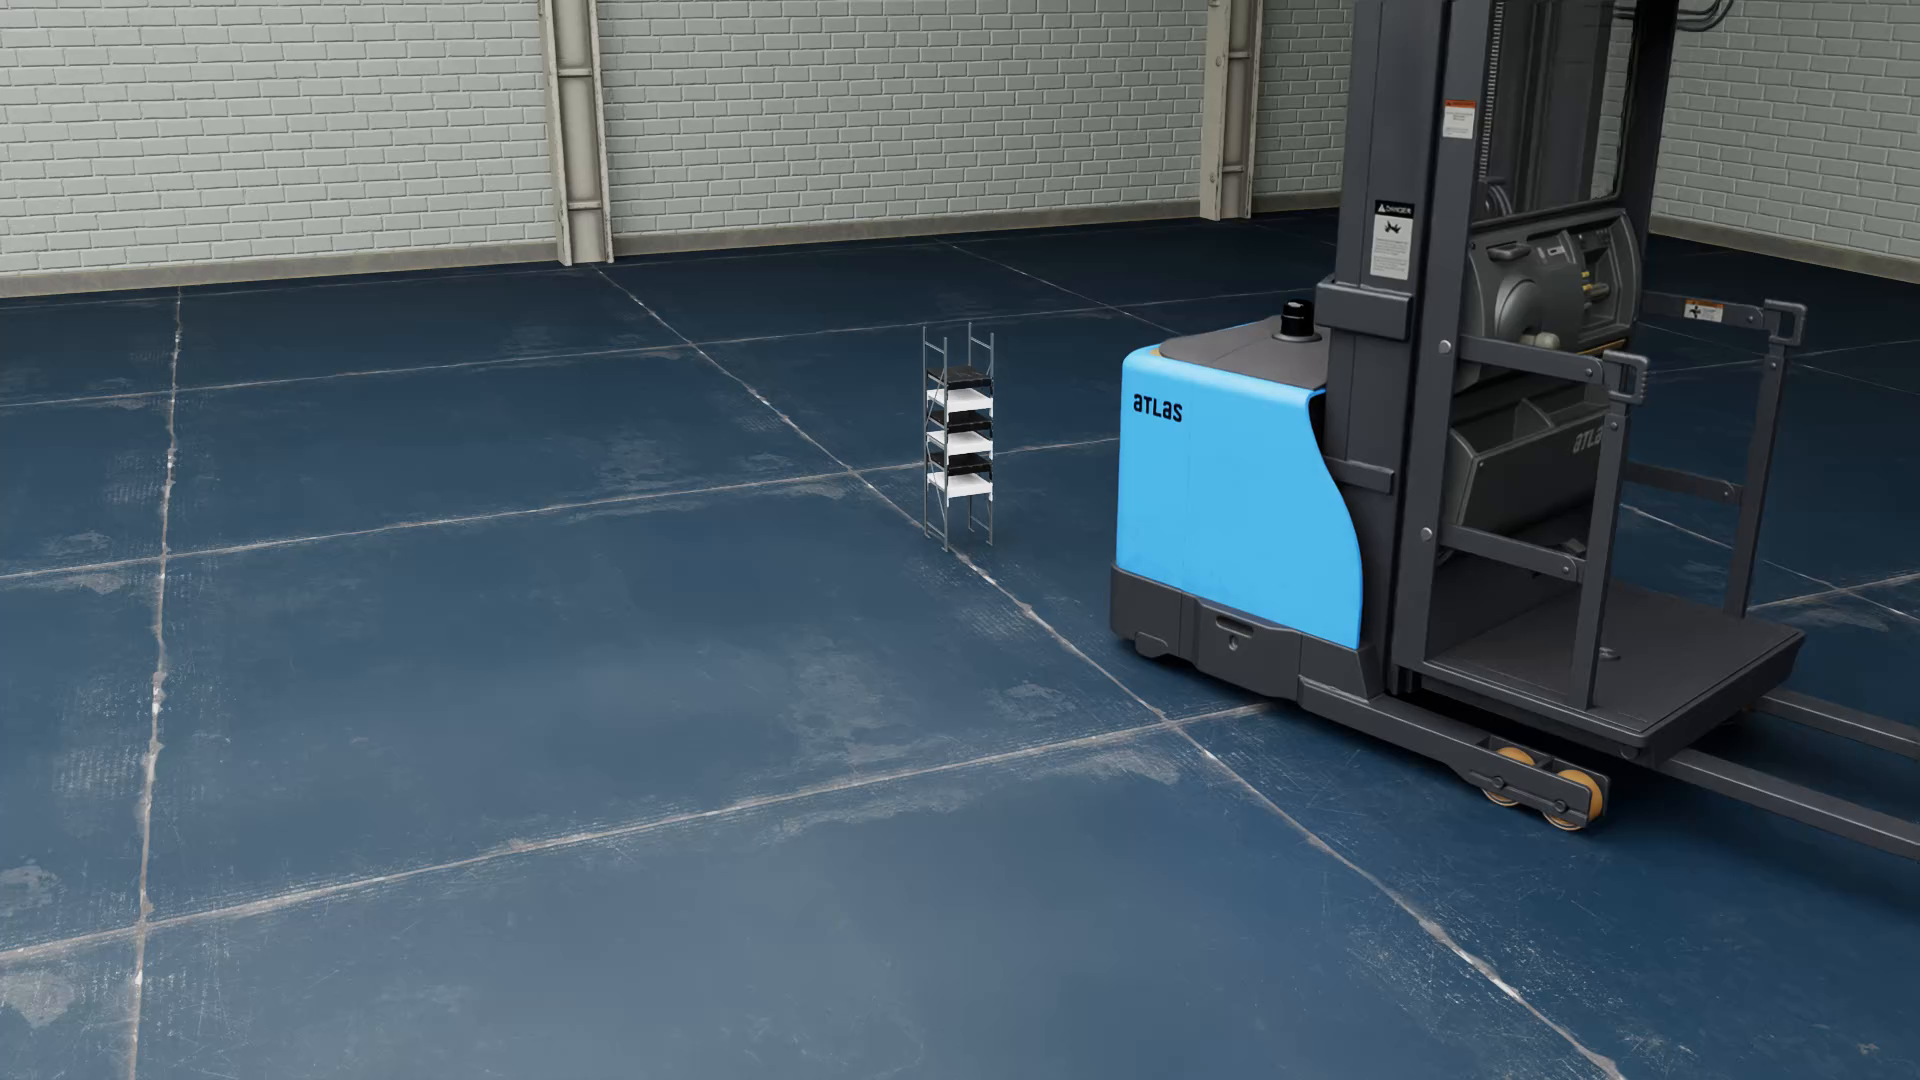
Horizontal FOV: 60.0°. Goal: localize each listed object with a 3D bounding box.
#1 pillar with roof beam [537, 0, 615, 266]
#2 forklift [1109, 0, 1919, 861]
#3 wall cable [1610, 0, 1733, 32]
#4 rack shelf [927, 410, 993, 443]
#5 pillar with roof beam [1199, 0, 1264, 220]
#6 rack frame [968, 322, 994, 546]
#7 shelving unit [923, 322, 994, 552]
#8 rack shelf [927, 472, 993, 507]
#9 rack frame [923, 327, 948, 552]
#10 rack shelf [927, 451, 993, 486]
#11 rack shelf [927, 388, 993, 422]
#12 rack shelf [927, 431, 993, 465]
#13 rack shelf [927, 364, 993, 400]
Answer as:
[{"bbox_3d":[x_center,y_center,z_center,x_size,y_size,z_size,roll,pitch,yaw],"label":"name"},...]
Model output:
[{"bbox_3d":[-1.312,-5.185,8.198,0.400,9.000,9.100,-8,21,-22],"label":"pillar with roof beam"},{"bbox_3d":[1.902,-0.755,4.753,1.130,2.935,3.031,-17,26,-40],"label":"forklift"},{"bbox_3d":[5.721,-5.806,14.639,0.112,2.526,3.097,-8,21,-22],"label":"wall cable"},{"bbox_3d":[-0.007,-0.477,6.851,0.200,0.077,0.258,-8,21,-22],"label":"rack shelf"},{"bbox_3d":[4.197,-5.974,10.439,0.400,9.000,9.100,-8,21,-22],"label":"pillar with roof beam"},{"bbox_3d":[0.086,-0.437,6.908,0.006,0.900,0.240,-8,21,-22],"label":"rack frame"},{"bbox_3d":[-0.007,-0.423,6.870,0.210,0.900,0.258,-8,21,-22],"label":"shelving unit"},{"bbox_3d":[-0.007,-0.222,6.940,0.200,0.077,0.258,-8,21,-22],"label":"rack shelf"},{"bbox_3d":[-0.101,-0.410,6.832,0.006,0.900,0.240,-8,21,-22],"label":"rack frame"},{"bbox_3d":[-0.007,-0.307,6.911,0.200,0.077,0.258,-8,21,-22],"label":"rack shelf"},{"bbox_3d":[-0.007,-0.562,6.821,0.200,0.077,0.258,-8,21,-22],"label":"rack shelf"},{"bbox_3d":[-0.007,-0.392,6.881,0.200,0.077,0.258,-8,21,-22],"label":"rack shelf"},{"bbox_3d":[-0.007,-0.647,6.791,0.200,0.077,0.258,-8,21,-22],"label":"rack shelf"}]
